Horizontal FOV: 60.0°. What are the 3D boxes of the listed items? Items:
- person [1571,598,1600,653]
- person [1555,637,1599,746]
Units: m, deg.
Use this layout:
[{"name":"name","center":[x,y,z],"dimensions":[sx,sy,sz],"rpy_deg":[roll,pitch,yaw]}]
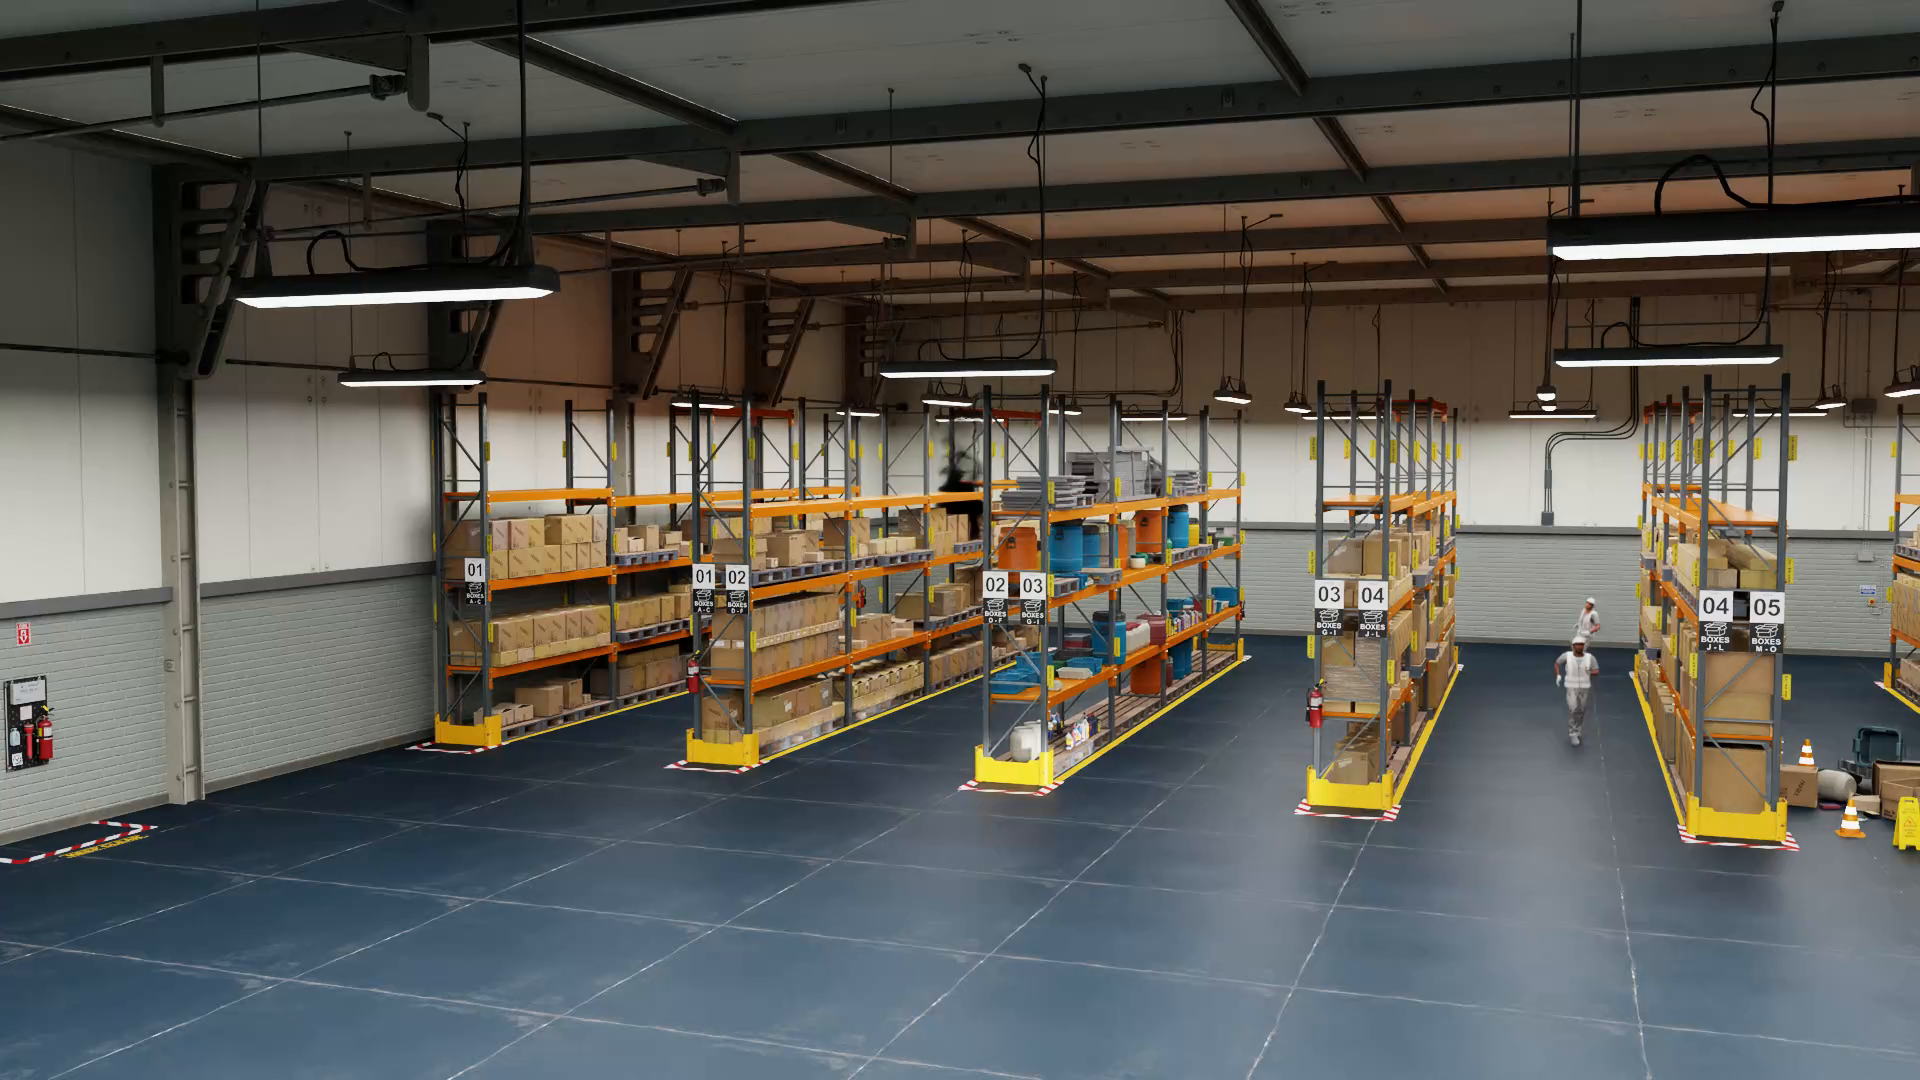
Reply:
[{"name":"person","center":[14.265,2.150,37.784],"dimensions":[0.695,1.687,0.736],"rpy_deg":[-3,4,-41]},{"name":"person","center":[10.628,2.567,28.618],"dimensions":[0.671,1.819,0.897],"rpy_deg":[0,3,7]}]
